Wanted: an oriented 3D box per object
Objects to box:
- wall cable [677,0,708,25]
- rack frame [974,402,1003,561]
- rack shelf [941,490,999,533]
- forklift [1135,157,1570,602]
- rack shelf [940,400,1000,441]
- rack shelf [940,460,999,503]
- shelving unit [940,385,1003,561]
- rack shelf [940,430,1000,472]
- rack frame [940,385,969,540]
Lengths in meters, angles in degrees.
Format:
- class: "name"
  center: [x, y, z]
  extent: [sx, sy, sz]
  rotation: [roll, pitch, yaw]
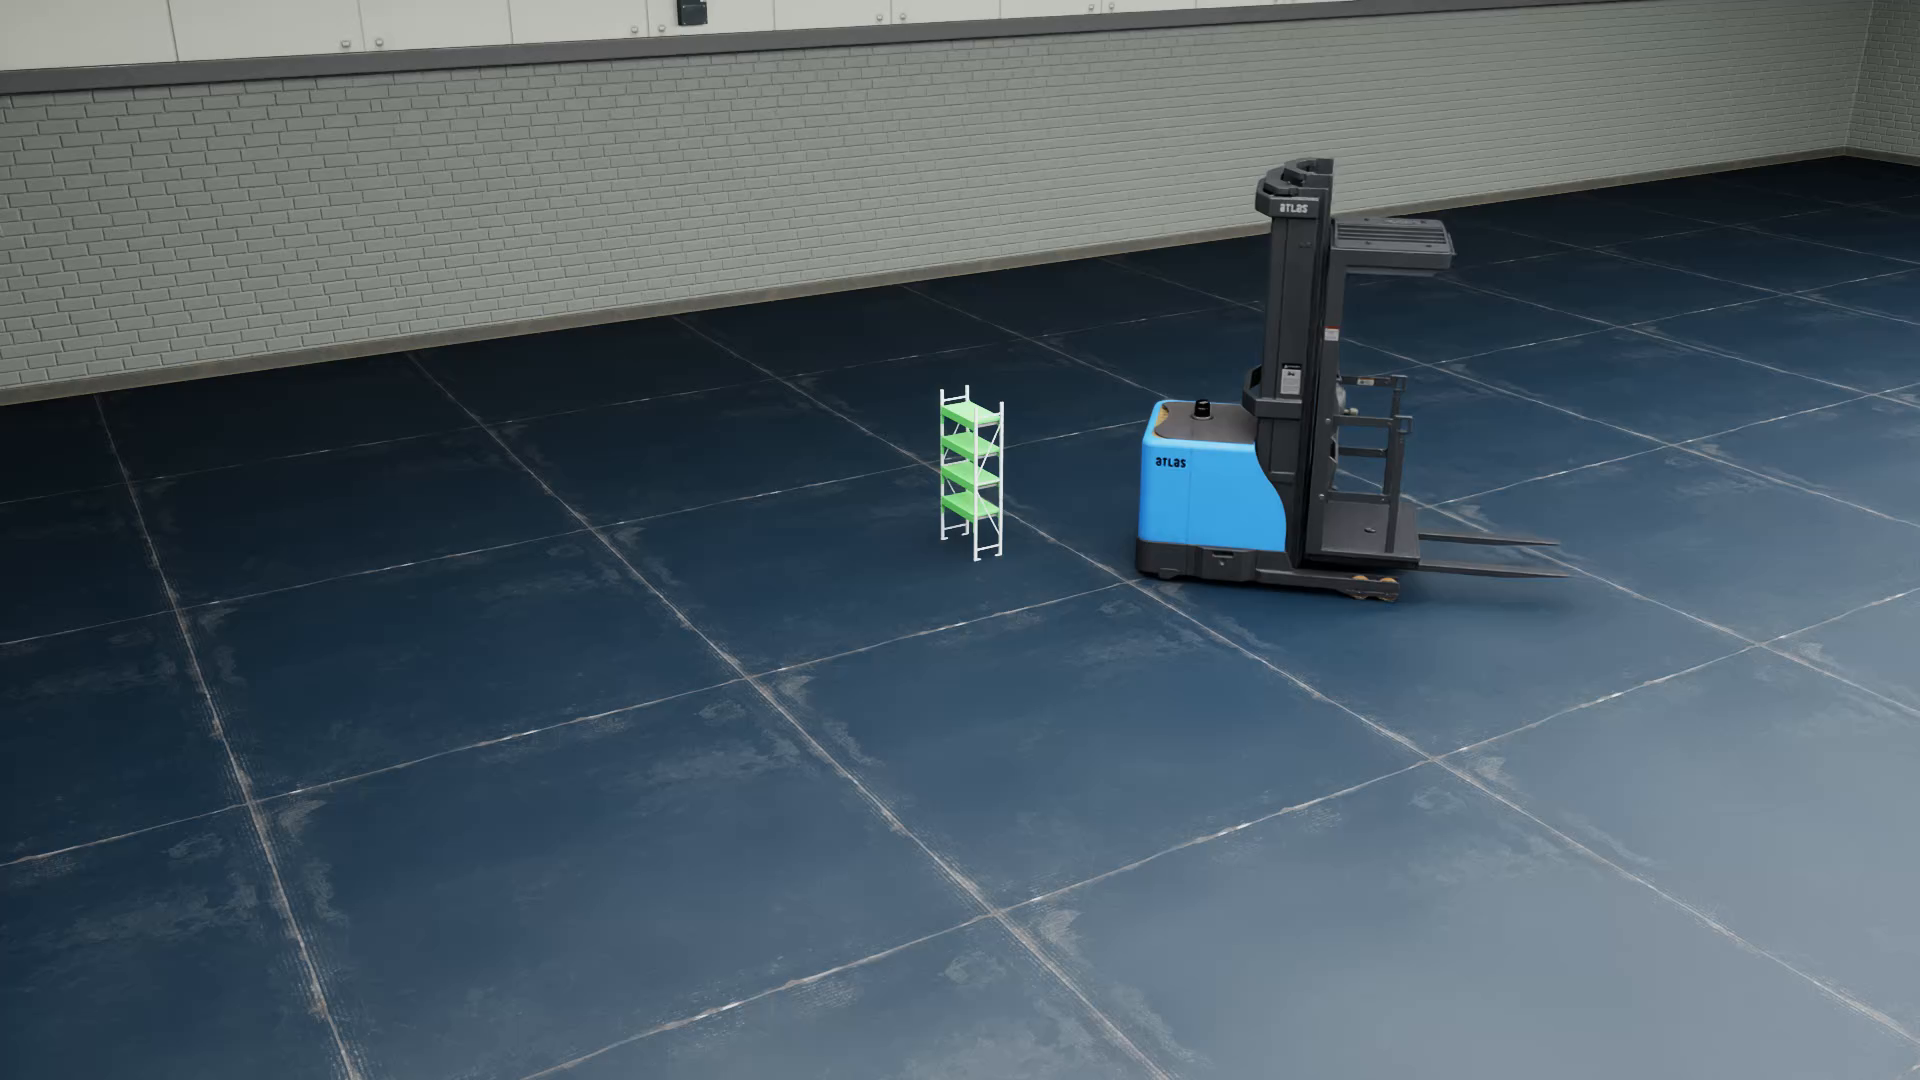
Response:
- class: "wall cable"
  center: [-2.056, -8.617, 17.545]
  extent: [2.305, 6.003, 0.169]
  rotation: [-13, 25, -28]
- class: "rack frame"
  center: [0.209, -0.423, 12.259]
  extent: [0.240, 1.200, 0.015]
  rotation: [-13, 25, -28]
- class: "rack shelf"
  center: [0.085, -0.221, 12.568]
  extent: [0.258, 0.148, 0.480]
  rotation: [-13, 25, -28]
- class: "forklift"
  center: [2.848, -1.141, 11.727]
  extent: [3.031, 2.935, 1.130]
  rotation: [5, 23, 11]
- class: "rack shelf"
  center: [0.085, -0.888, 12.297]
  extent: [0.258, 0.148, 0.480]
  rotation: [-13, 25, -28]
- class: "rack shelf"
  center: [0.085, -0.443, 12.478]
  extent: [0.258, 0.148, 0.480]
  rotation: [-13, 25, -28]
- class: "shelving unit"
  center: [0.085, -0.502, 12.454]
  extent: [0.258, 1.200, 0.503]
  rotation: [-13, 25, -28]
- class: "rack shelf"
  center: [0.085, -0.665, 12.387]
  extent: [0.258, 0.148, 0.480]
  rotation: [-13, 25, -28]
- class: "rack frame"
  center: [-0.040, -0.581, 12.648]
  extent: [0.240, 1.200, 0.015]
  rotation: [-13, 25, -28]
